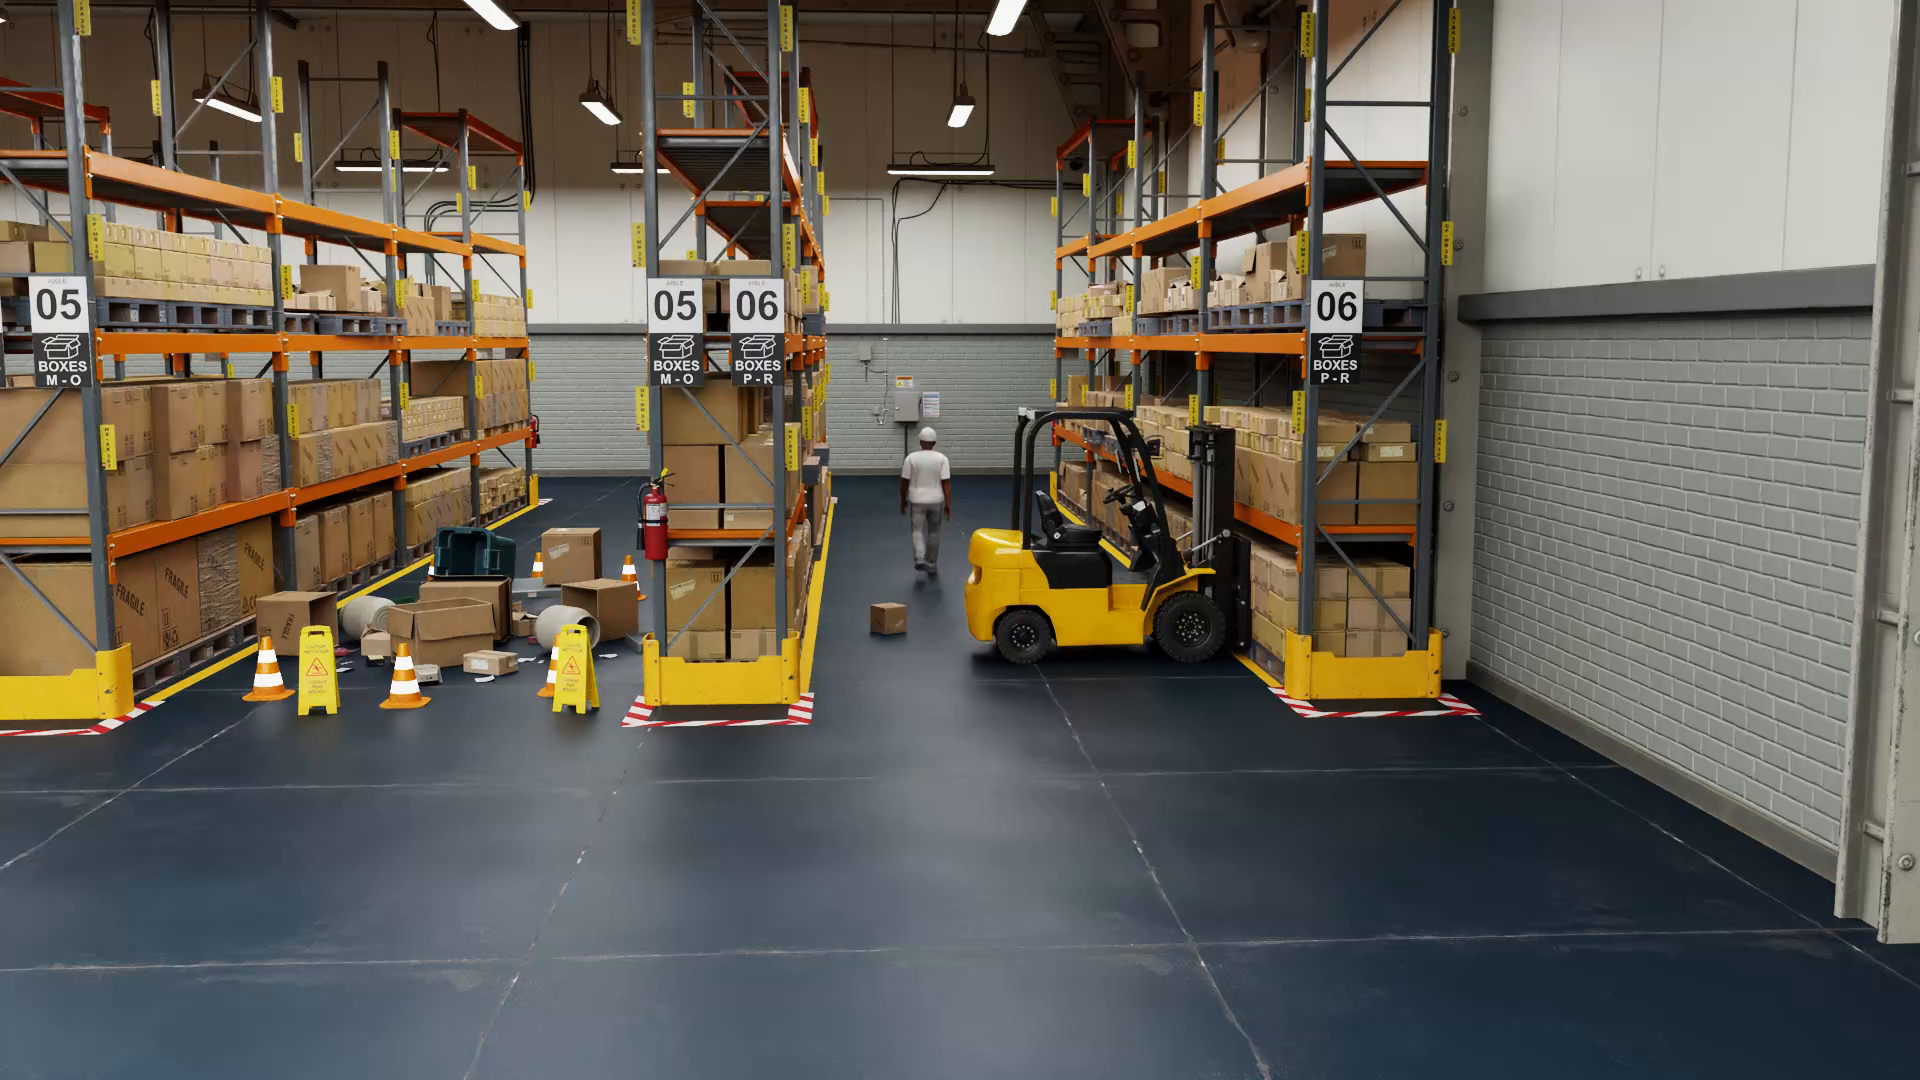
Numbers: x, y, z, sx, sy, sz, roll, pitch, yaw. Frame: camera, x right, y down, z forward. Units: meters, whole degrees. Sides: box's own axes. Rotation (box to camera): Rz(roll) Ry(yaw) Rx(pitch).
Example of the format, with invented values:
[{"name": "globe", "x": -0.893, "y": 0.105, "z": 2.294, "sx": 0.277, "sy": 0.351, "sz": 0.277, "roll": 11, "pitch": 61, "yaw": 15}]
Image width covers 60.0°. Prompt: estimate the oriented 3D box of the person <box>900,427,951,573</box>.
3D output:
[{"name": "person", "x": -0.402, "y": -0.451, "z": 19.422, "sx": 0.588, "sy": 1.735, "sz": 0.933, "roll": 0, "pitch": 7, "yaw": -4}]
